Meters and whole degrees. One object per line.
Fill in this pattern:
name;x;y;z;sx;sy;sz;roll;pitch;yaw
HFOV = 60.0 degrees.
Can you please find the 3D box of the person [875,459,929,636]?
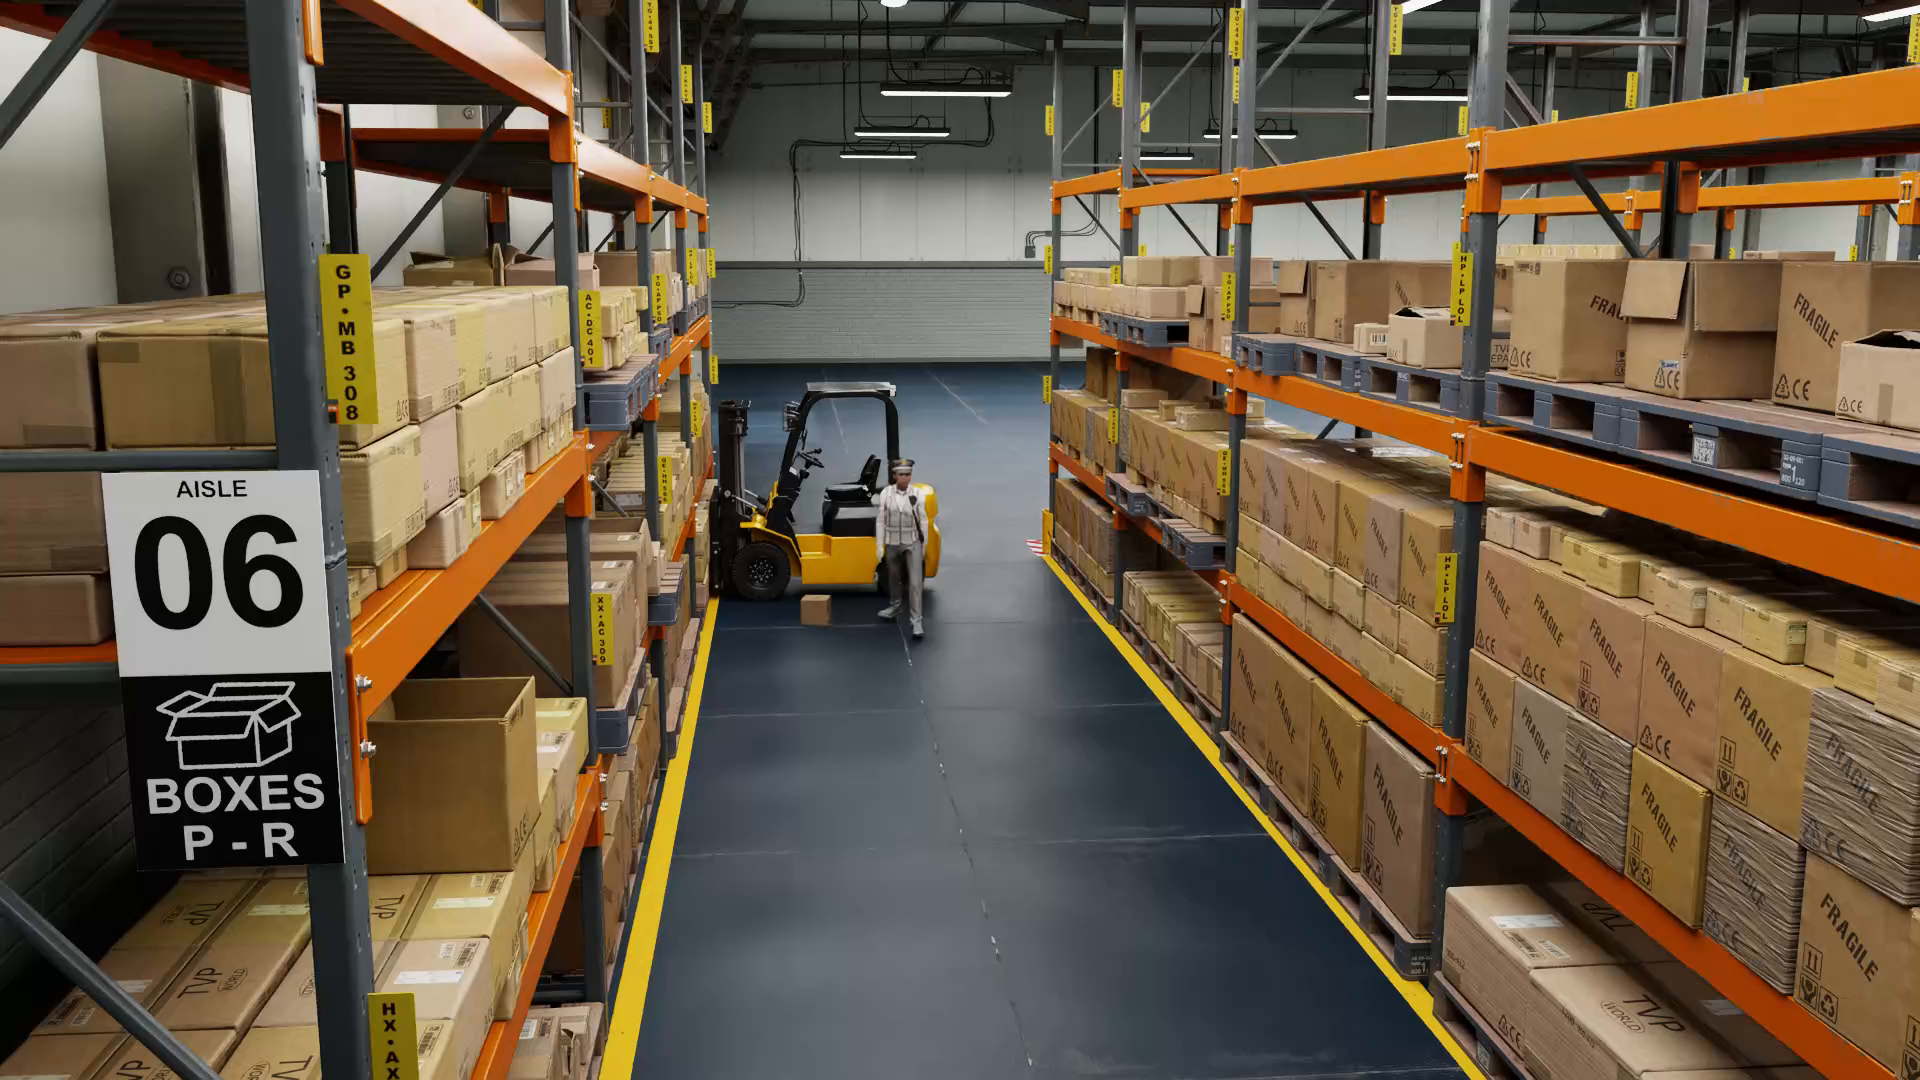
person;-0.557;0.032;15.668;0.554;1.648;0.916;1;10;7
